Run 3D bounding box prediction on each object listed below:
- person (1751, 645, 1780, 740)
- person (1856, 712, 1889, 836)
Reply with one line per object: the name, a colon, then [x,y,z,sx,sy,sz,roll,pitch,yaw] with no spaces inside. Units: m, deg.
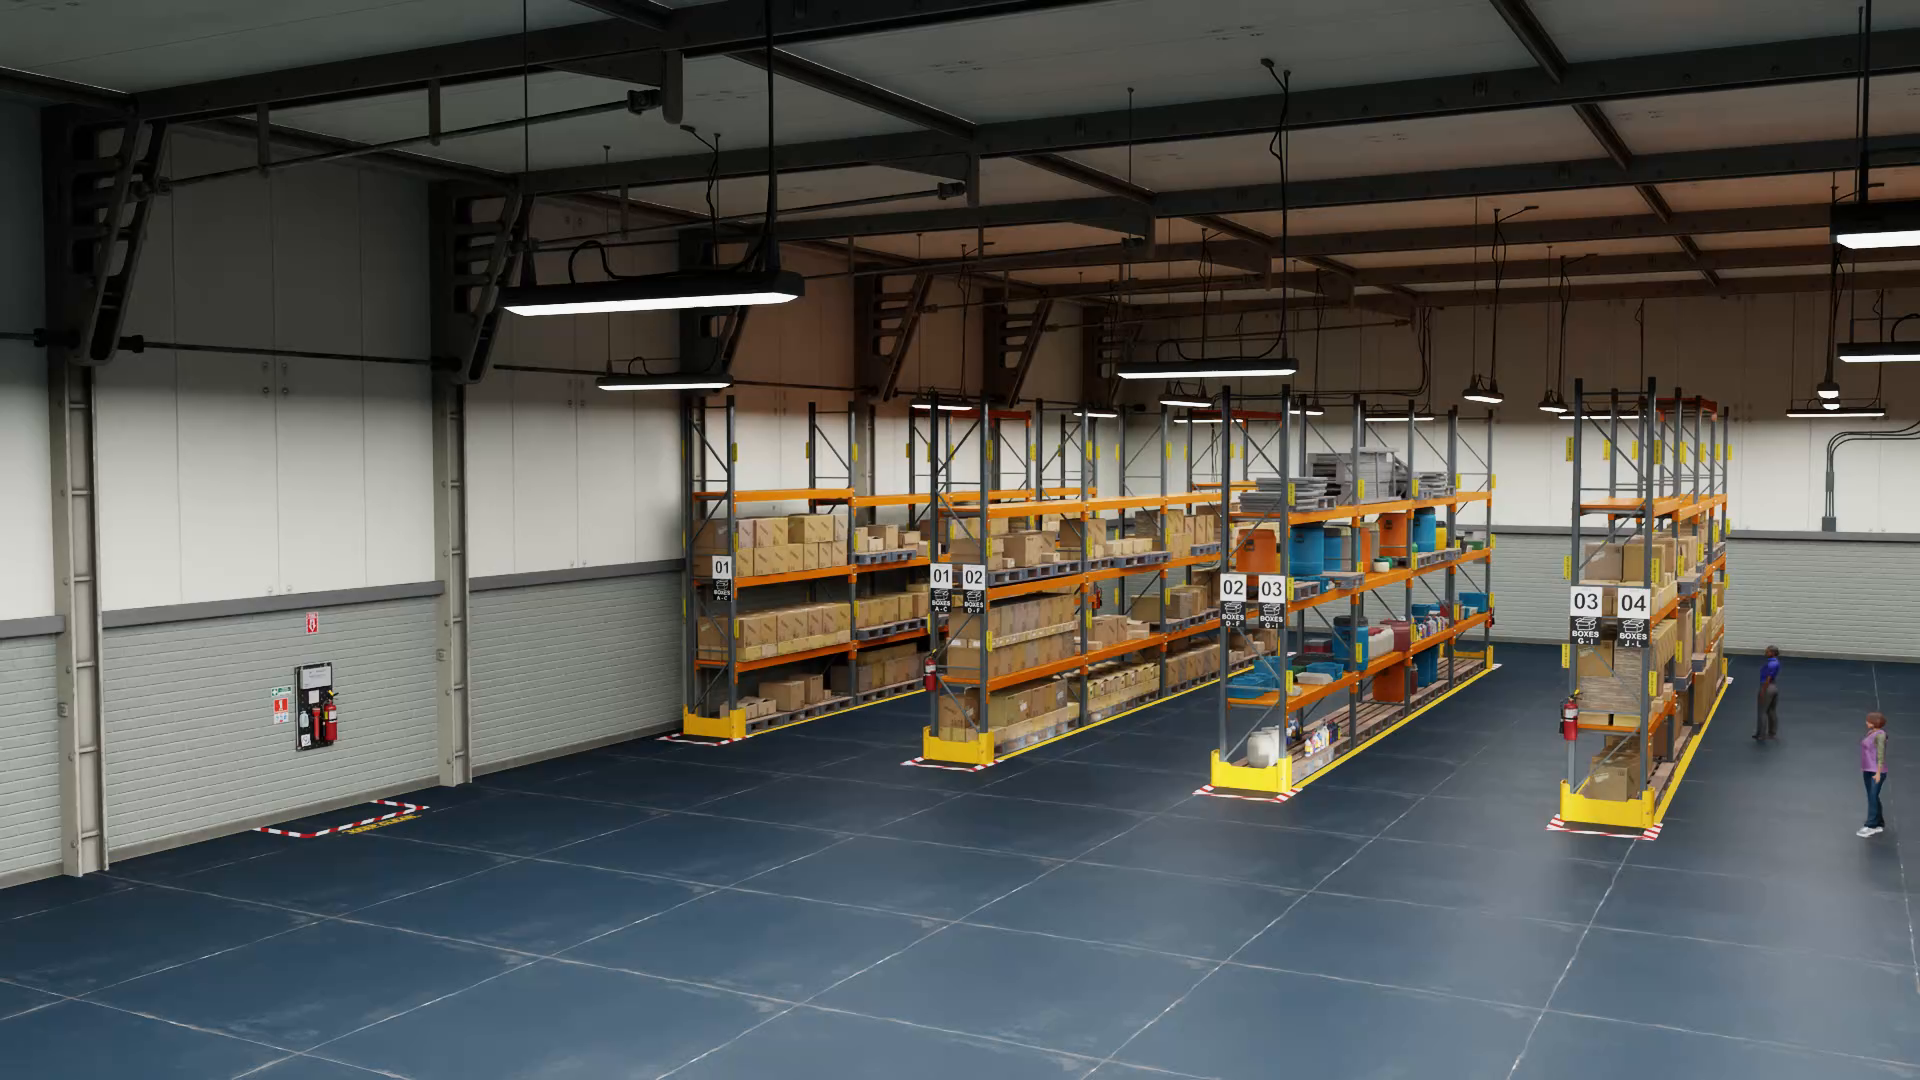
person: [14.049,2.652,28.994,0.528,1.663,0.405,-3,4,-43]
person: [11.933,3.054,21.814,0.534,1.598,0.456,0,3,-3]
